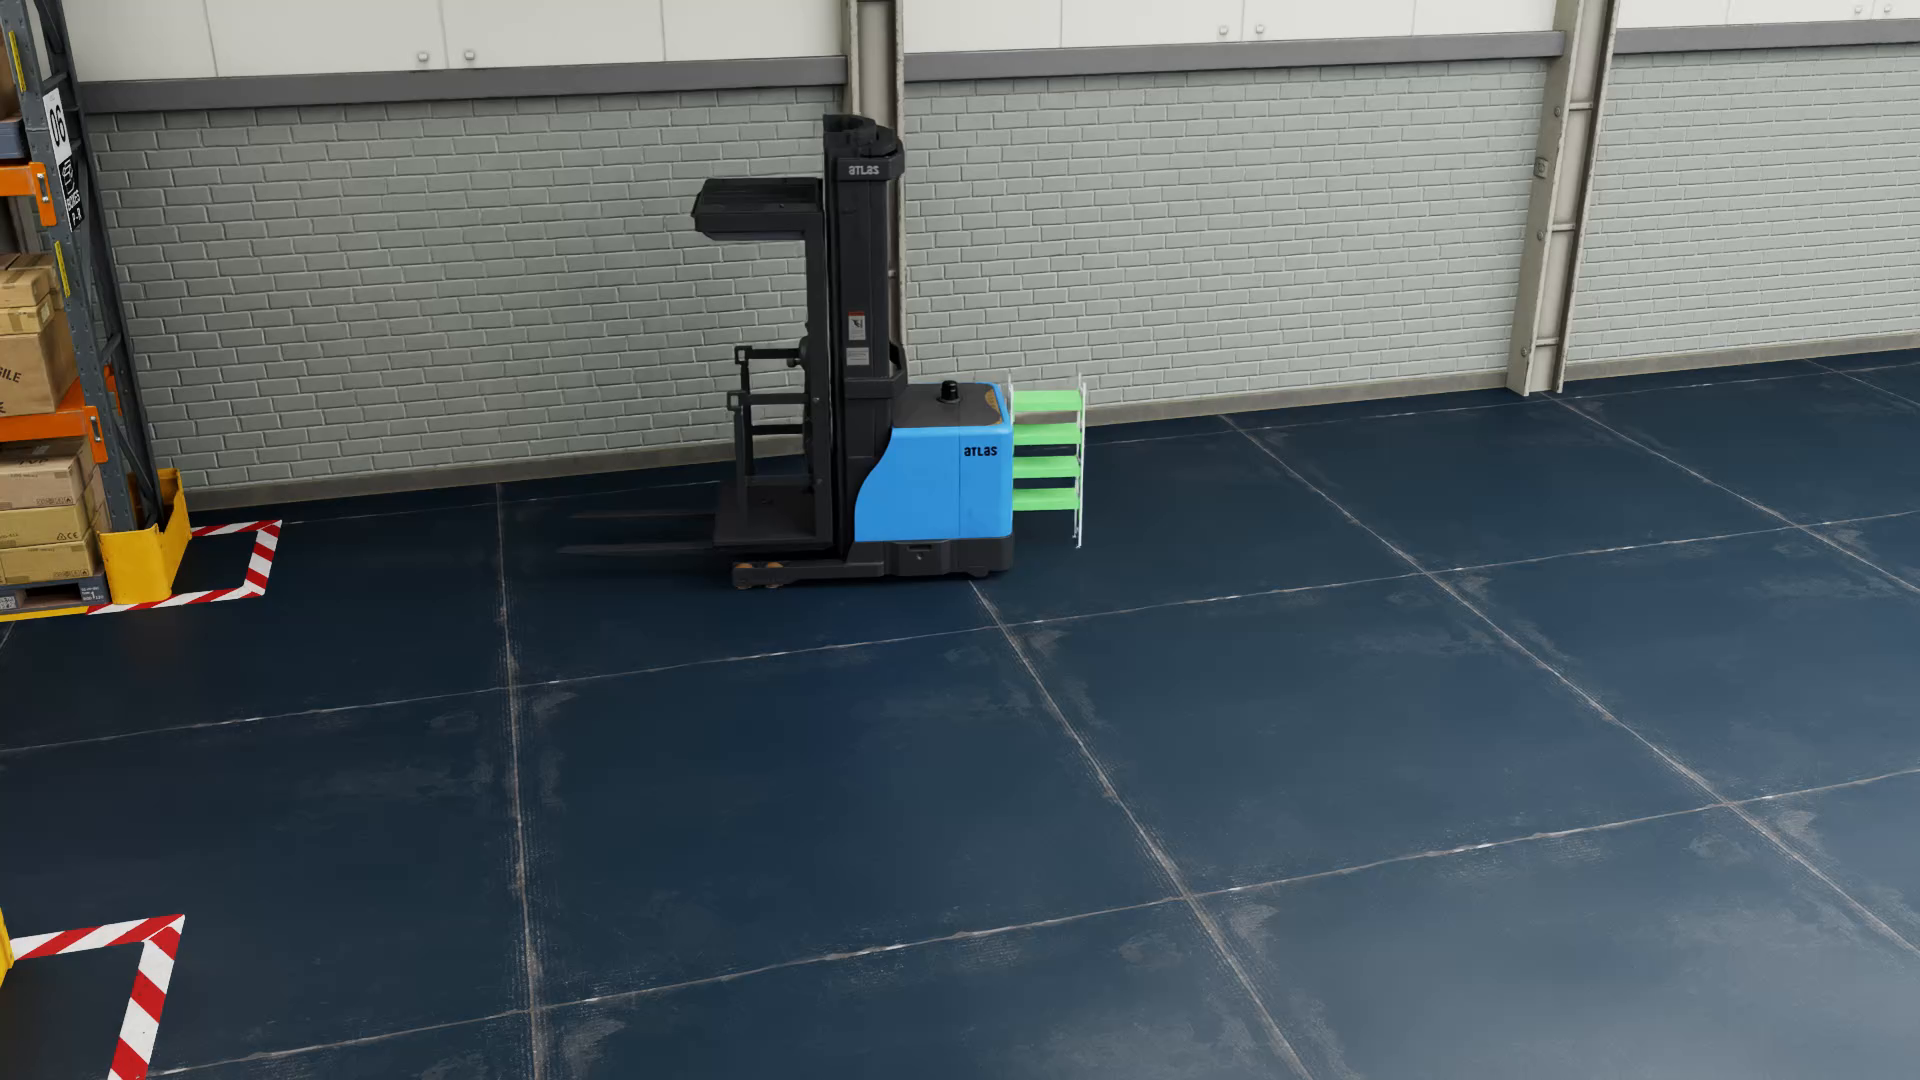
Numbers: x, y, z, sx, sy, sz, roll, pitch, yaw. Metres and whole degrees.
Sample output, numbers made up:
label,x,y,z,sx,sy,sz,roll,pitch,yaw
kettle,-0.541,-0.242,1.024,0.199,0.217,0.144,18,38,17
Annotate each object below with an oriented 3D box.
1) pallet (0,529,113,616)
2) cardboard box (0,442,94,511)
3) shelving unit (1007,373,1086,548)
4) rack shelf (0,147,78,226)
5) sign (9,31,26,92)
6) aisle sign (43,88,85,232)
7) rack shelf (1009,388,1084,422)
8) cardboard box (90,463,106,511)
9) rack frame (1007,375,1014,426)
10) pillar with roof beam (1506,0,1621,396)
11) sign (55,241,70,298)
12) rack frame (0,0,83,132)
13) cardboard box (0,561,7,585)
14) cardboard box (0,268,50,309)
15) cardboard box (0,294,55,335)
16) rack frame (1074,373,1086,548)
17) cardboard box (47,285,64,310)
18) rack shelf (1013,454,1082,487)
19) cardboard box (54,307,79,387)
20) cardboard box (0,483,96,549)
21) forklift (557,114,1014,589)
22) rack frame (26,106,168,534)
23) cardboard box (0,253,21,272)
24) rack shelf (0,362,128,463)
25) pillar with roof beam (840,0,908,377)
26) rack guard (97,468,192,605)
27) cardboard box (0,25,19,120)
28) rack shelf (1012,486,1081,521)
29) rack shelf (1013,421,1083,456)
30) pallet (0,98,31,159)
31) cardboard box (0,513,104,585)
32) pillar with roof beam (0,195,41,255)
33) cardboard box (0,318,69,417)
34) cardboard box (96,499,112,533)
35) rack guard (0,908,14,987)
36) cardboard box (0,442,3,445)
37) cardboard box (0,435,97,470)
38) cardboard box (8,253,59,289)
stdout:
label,x,y,z,sx,sy,sz,roll,pitch,yaw
pallet,-6.228,0.192,11.034,1.213,0.211,1.003,-6,24,-14
cardboard box,-5.862,-0.408,10.583,0.500,0.250,0.500,-5,24,-13
shelving unit,0.585,-0.536,11.476,0.503,1.200,0.258,-2,23,-4
rack shelf,-7.429,-2.021,9.765,4.000,0.370,1.077,-6,24,-14
sign,-5.370,-2.728,9.477,0.005,0.325,0.100,-6,24,-14
aisle sign,-5.361,-2.276,9.955,0.004,0.787,0.394,-6,24,-14
rack shelf,0.585,-0.918,11.312,0.480,0.148,0.258,-2,23,-4
cardboard box,-6.012,-0.374,11.139,0.500,0.250,0.500,-6,24,-13
rack frame,0.341,-0.528,11.459,0.015,1.200,0.240,-2,23,-4
pillar with roof beam,6.300,-3.855,9.322,0.400,9.000,9.100,-6,24,-14
sign,-5.370,-1.620,9.952,0.005,0.325,0.100,-6,24,-14
rack frame,-5.503,-3.943,9.528,0.127,3.000,1.000,-6,24,-14
cardboard box,-6.352,0.104,10.659,0.500,0.250,0.500,-6,24,-14
cardboard box,-5.791,-1.549,10.229,0.250,0.149,0.380,-6,24,-14
cardboard box,-5.761,-1.387,10.229,0.250,0.149,0.380,-6,24,-14
rack frame,0.828,-0.543,11.493,0.015,1.200,0.240,-2,23,-4
cardboard box,-5.900,-1.593,10.708,0.250,0.149,0.380,-7,24,-16
rack shelf,0.585,-0.477,11.502,0.480,0.148,0.258,-2,23,-4
cardboard box,-6.055,-1.285,10.814,0.500,0.500,0.500,-6,24,-13
cardboard box,-5.888,-0.175,10.674,0.500,0.250,0.500,-7,24,-15
forklift,-1.182,-1.239,10.920,3.031,2.935,1.130,-2,23,-4
rack frame,-5.503,-1.186,10.711,0.127,3.000,1.000,-6,24,-14
cardboard box,-6.157,-1.708,10.599,0.250,0.149,0.380,-5,24,-13
rack shelf,-7.429,-0.643,10.356,4.000,0.370,1.077,-6,24,-14
pillar with roof beam,0.523,-3.216,7.833,0.400,9.000,9.100,-6,24,-14
rack guard,-5.480,-0.040,11.210,0.348,0.500,1.175,-6,24,-14
cardboard box,-5.864,-2.710,9.671,0.500,0.500,0.500,-6,24,-13
rack shelf,0.585,-0.256,11.596,0.480,0.148,0.258,-2,23,-4
rack shelf,0.585,-0.697,11.407,0.480,0.148,0.258,-2,23,-4
pallet,-6.191,-2.459,9.984,1.213,0.211,1.003,-6,24,-14
cardboard box,-5.870,0.054,10.774,0.500,0.250,0.500,-6,24,-14
pillar with roof beam,-5.254,-2.577,6.343,0.400,9.000,9.100,-6,24,-14
cardboard box,-5.906,-1.080,10.336,0.500,0.500,0.500,-7,24,-16
cardboard box,-6.029,-0.138,11.221,0.500,0.250,0.500,-6,24,-14
rack guard,-4.232,1.855,6.794,0.348,0.500,1.175,-6,24,-14
cardboard box,-6.497,-0.541,10.894,0.500,0.250,0.500,-6,24,-14
cardboard box,-6.017,-0.596,11.021,0.500,0.250,0.500,-7,24,-15
cardboard box,-5.884,-1.712,10.610,0.250,0.149,0.380,-7,24,-15
